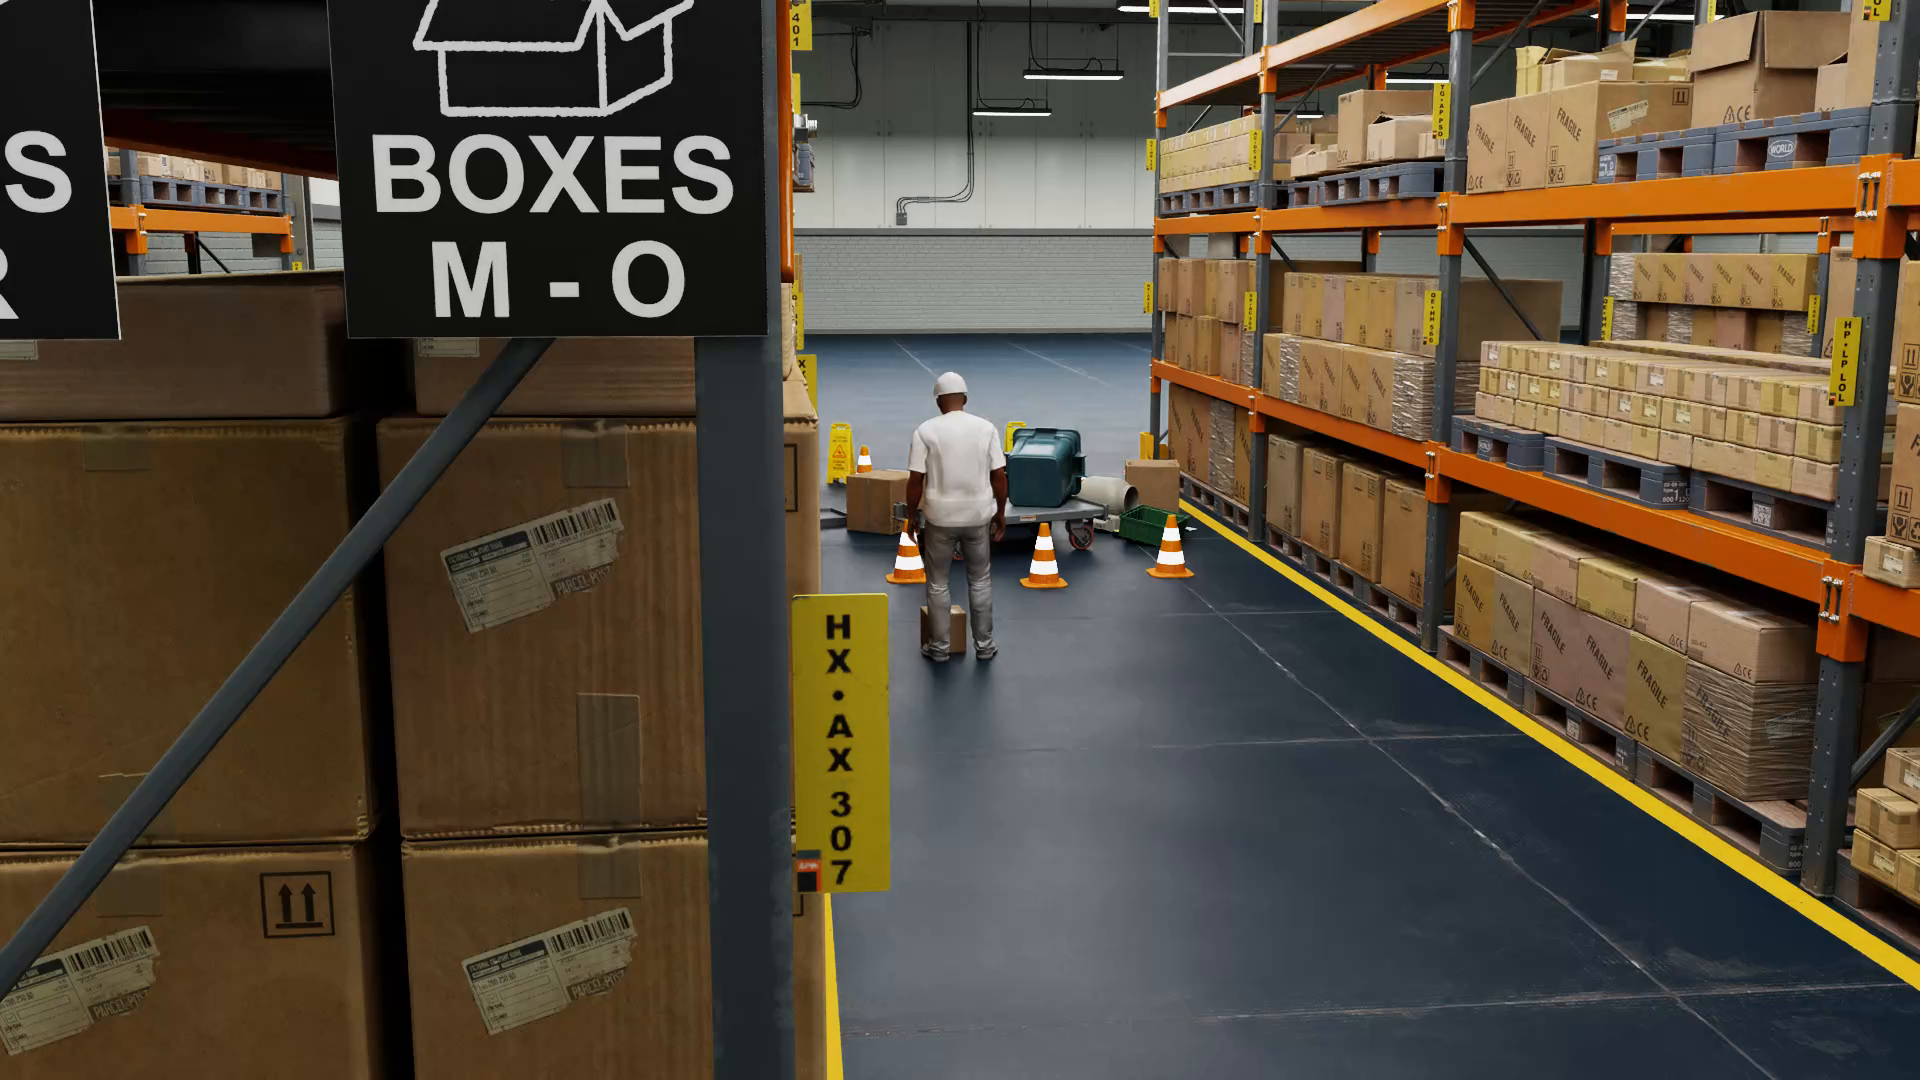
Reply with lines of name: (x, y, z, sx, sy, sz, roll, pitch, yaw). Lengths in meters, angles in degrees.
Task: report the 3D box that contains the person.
person: (-0.023, -0.139, 10.156, 0.626, 1.757, 0.458, -2, 10, -11)
